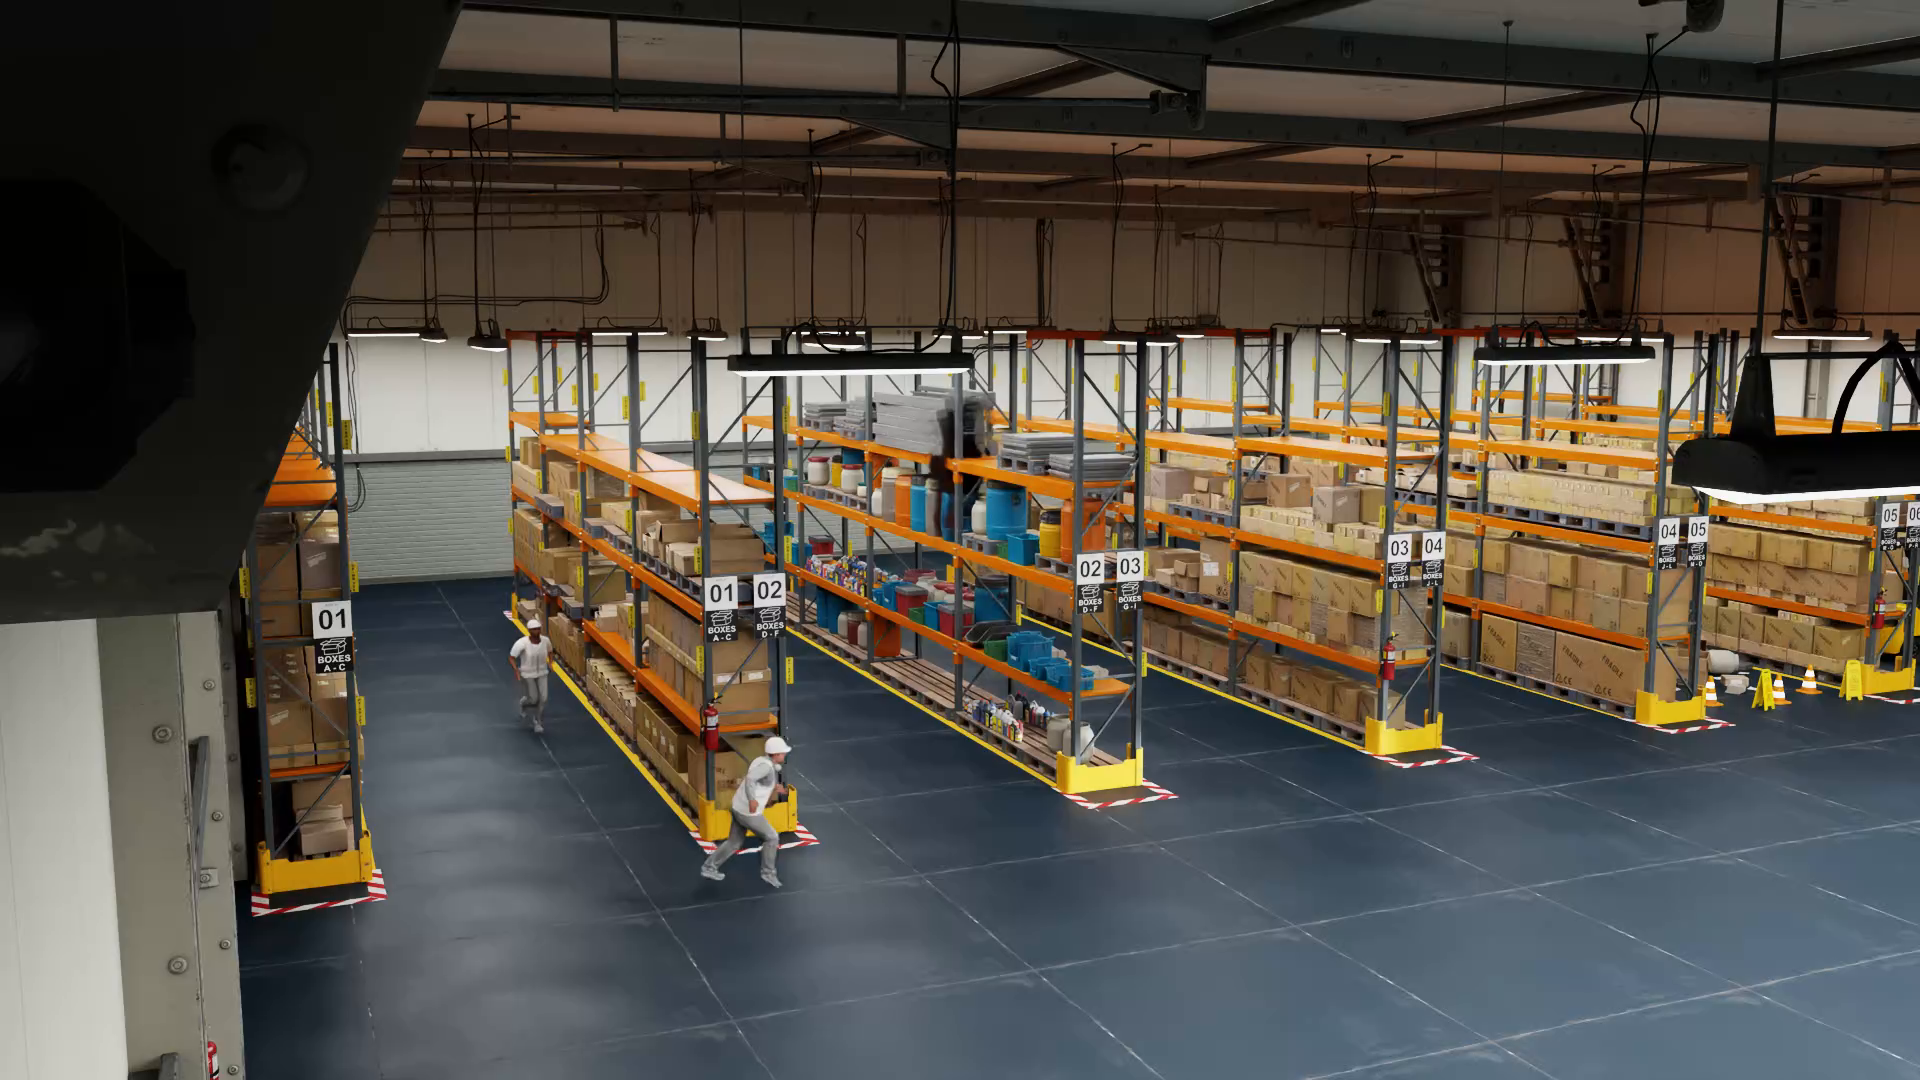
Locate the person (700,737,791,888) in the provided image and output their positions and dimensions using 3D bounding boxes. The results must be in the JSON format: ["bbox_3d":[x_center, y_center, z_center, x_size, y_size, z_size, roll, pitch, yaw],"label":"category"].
[{"bbox_3d":[-2.359,3.044,18.333,1.024,1.736,0.704,-1,8,-10],"label":"person"}]

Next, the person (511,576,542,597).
[{"bbox_3d":[-9.506,0.507,36.751,0.846,1.702,0.648,3,8,19],"label":"person"}]

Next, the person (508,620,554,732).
[{"bbox_3d":[-6.528,2.048,25.411,0.714,1.719,0.643,-6,10,-35],"label":"person"}]
